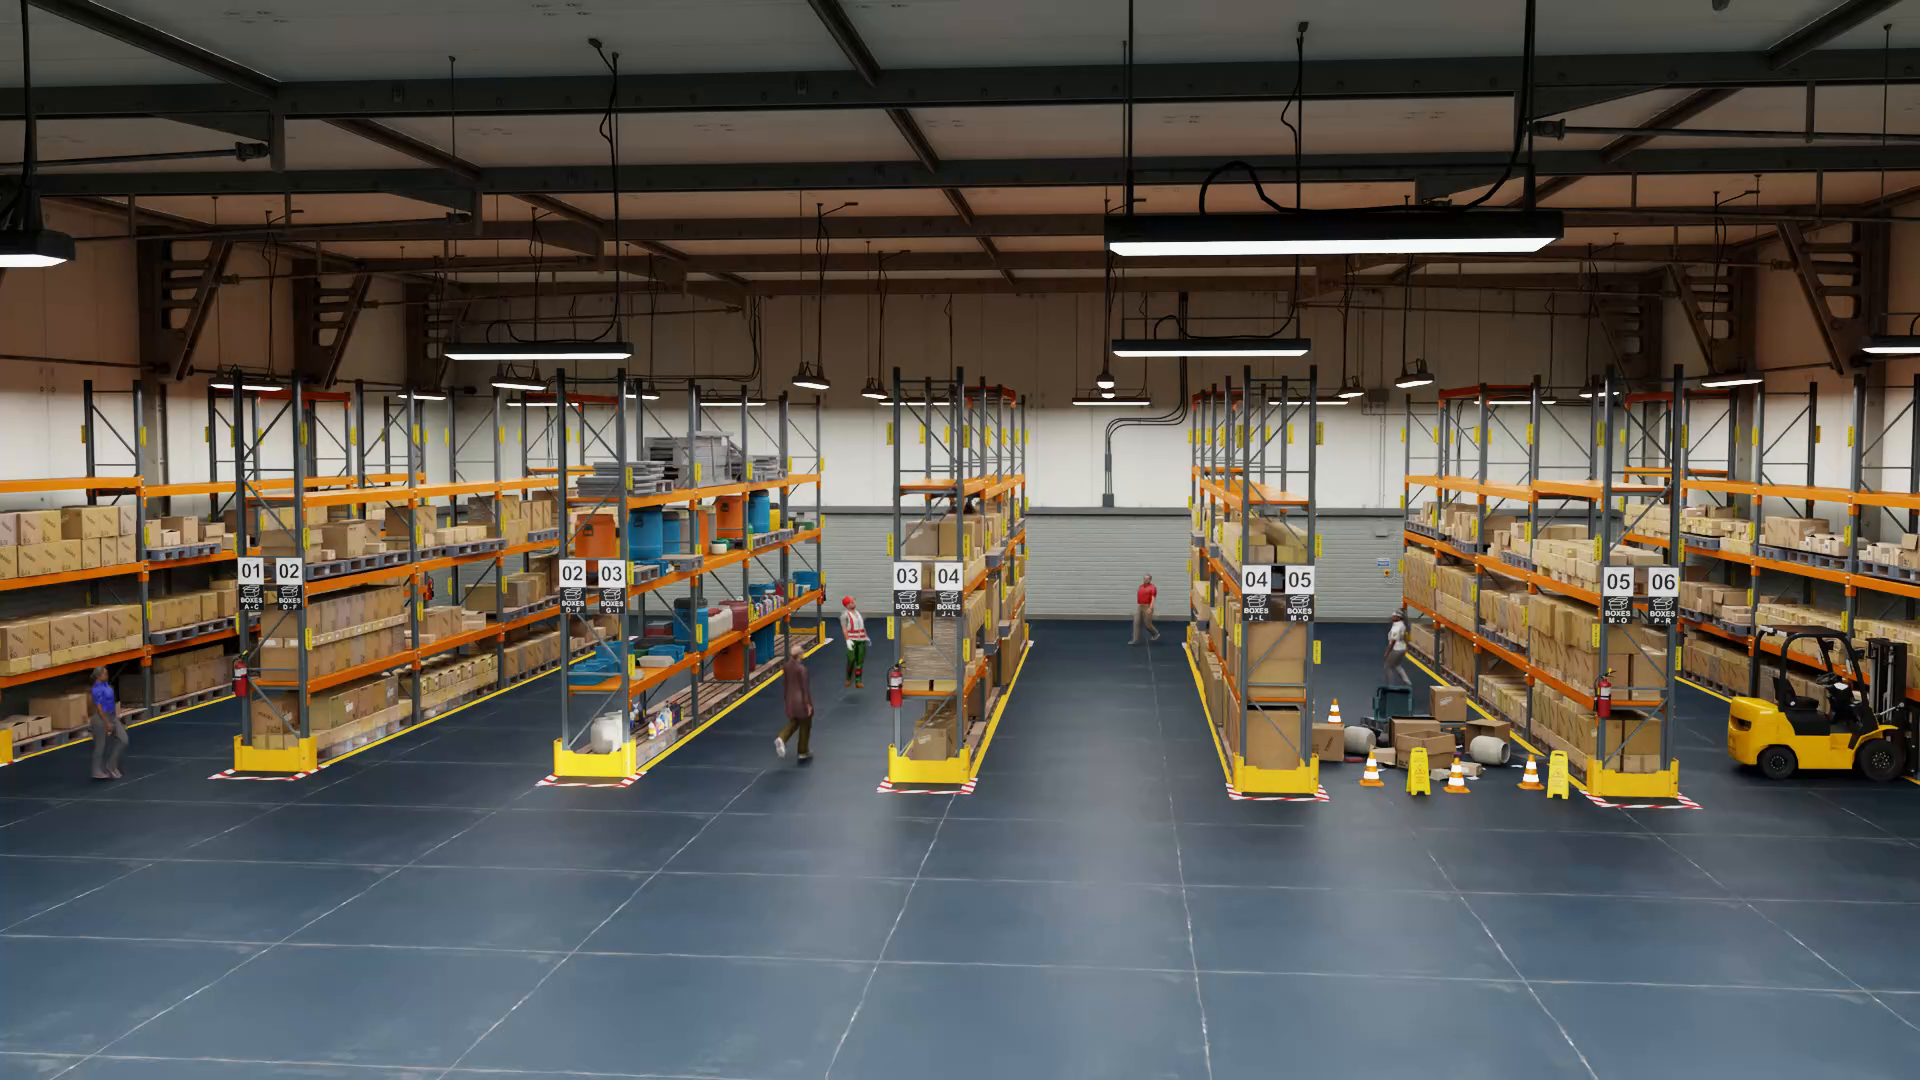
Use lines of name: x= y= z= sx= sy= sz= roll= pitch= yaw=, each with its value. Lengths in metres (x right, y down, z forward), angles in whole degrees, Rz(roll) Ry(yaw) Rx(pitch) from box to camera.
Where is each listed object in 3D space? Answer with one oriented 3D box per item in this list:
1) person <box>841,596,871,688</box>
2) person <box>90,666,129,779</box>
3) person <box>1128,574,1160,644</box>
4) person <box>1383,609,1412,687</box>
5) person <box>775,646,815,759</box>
person: x=-1.999 y=1.967 z=32.102 sx=0.615 sy=1.769 sz=0.522 roll=-2 pitch=4 yaw=-29
person: x=-12.446 y=2.674 z=24.220 sx=0.495 sy=1.681 sz=0.446 roll=1 pitch=4 yaw=15
person: x=4.464 y=1.663 z=39.968 sx=0.551 sy=1.683 sz=0.744 roll=3 pitch=5 yaw=44
person: x=8.495 y=2.163 z=32.466 sx=0.562 sy=1.673 sz=0.560 roll=3 pitch=5 yaw=44
person: x=-2.548 y=2.552 z=25.715 sx=0.591 sy=1.676 sz=0.779 roll=3 pitch=5 yaw=38
